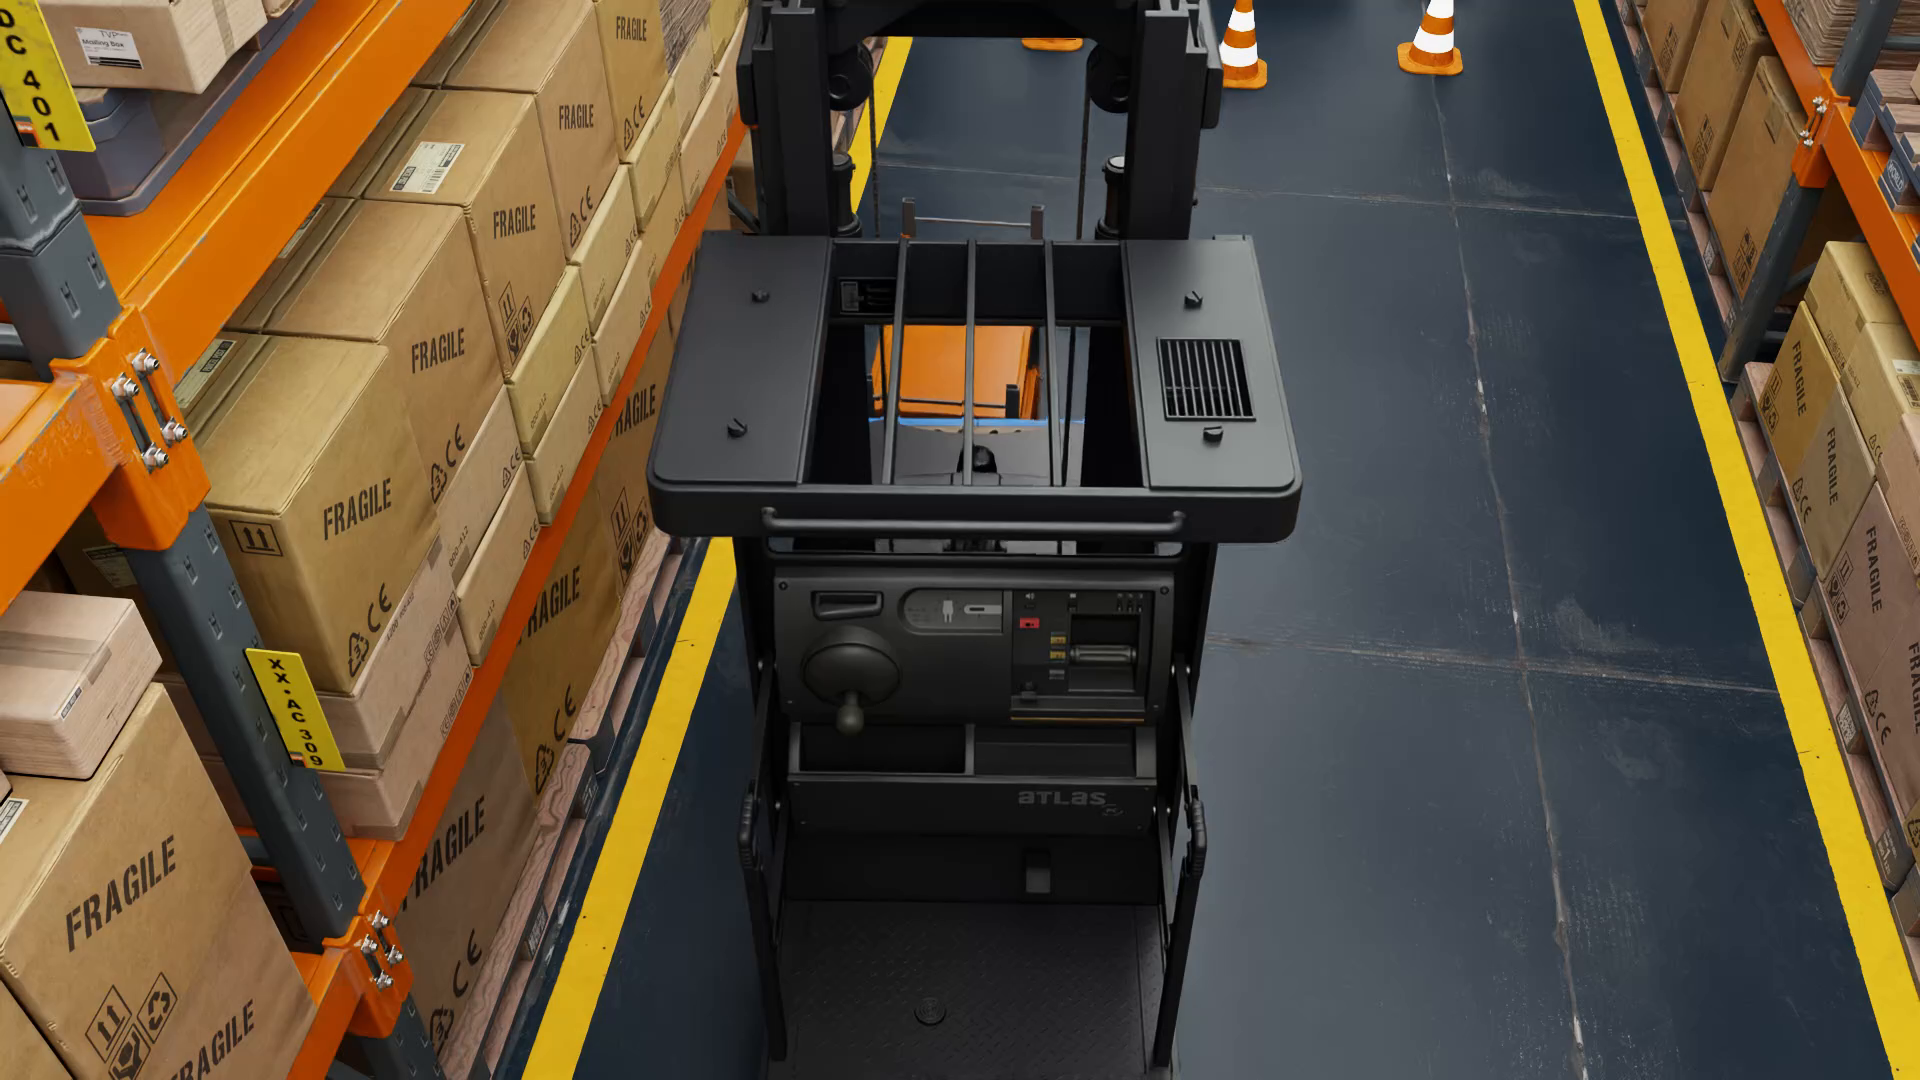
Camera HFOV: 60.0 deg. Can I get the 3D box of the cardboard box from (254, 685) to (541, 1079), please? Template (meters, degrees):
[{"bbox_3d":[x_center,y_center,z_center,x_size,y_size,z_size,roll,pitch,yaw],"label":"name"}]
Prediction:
[{"bbox_3d":[-1.763,0.798,4.465,0.875,0.875,0.875,6,44,7],"label":"cardboard box"}]

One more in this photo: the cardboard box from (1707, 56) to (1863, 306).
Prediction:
[{"bbox_3d":[3.853,-1.478,6.960,1.050,0.750,0.750,5,44,5],"label":"cardboard box"}]

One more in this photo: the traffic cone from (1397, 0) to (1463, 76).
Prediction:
[{"bbox_3d":[2.538,-2.764,8.833,0.336,0.463,0.334,5,44,6],"label":"traffic cone"}]

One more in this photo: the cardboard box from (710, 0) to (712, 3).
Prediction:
[{"bbox_3d":[-1.046,-2.140,5.529,0.500,0.500,0.500,4,44,4],"label":"cardboard box"}]

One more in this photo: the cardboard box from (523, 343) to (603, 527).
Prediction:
[{"bbox_3d":[-1.295,-0.313,4.508,0.500,0.250,0.500,5,44,5],"label":"cardboard box"}]

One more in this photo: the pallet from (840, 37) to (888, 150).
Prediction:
[{"bbox_3d":[-0.968,-2.466,8.701,1.003,0.211,1.213,5,44,6],"label":"pallet"}]

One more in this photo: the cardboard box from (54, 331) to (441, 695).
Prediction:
[{"bbox_3d":[-1.422,-0.064,3.336,0.500,0.500,0.500,6,44,6],"label":"cardboard box"}]

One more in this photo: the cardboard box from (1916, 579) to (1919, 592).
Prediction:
[{"bbox_3d":[3.140,0.232,4.791,0.500,0.250,0.500,3,44,4],"label":"cardboard box"}]

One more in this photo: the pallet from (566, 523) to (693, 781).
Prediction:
[{"bbox_3d":[-1.579,0.255,5.827,1.003,0.211,1.213,5,44,6],"label":"pallet"}]

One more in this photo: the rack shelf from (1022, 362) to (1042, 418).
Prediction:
[{"bbox_3d":[-0.009,-0.253,6.055,0.538,0.278,1.000,4,44,4],"label":"rack shelf"}]

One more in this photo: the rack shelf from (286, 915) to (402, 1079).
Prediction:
[{"bbox_3d":[-2.030,2.233,2.233,1.077,0.370,4.000,5,44,6],"label":"rack shelf"}]

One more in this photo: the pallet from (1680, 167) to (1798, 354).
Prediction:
[{"bbox_3d":[3.862,-1.254,7.420,1.003,0.211,1.213,5,44,6],"label":"pallet"}]

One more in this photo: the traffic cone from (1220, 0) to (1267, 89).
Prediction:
[{"bbox_3d":[1.469,-2.661,8.724,0.336,0.463,0.334,5,44,6],"label":"traffic cone"}]

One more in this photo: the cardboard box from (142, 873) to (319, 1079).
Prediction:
[{"bbox_3d":[-1.573,0.912,3.032,0.500,0.500,0.500,6,44,6],"label":"cardboard box"}]

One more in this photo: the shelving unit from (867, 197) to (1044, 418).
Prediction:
[{"bbox_3d":[-0.009,-0.430,5.887,0.538,1.125,1.048,4,44,4],"label":"shelving unit"}]

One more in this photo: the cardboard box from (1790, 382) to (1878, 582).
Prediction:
[{"bbox_3d":[3.274,-0.179,5.770,0.500,0.500,0.500,6,44,6],"label":"cardboard box"}]

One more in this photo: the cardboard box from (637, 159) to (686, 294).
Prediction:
[{"bbox_3d":[-1.180,-1.003,5.237,0.500,0.250,0.500,5,44,5],"label":"cardboard box"}]

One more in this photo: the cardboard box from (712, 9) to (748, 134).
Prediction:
[{"bbox_3d":[-1.046,-1.694,5.967,0.500,0.250,0.500,4,44,4],"label":"cardboard box"}]

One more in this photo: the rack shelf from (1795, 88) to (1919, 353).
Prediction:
[{"bbox_3d":[3.419,-0.112,4.709,1.077,0.370,4.000,5,44,6],"label":"rack shelf"}]

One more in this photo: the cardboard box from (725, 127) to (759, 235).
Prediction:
[{"bbox_3d":[-1.152,-1.699,7.469,0.950,0.372,0.625,3,43,3],"label":"cardboard box"}]

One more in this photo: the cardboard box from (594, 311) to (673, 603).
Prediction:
[{"bbox_3d":[-1.532,-0.427,5.759,0.875,0.875,0.875,6,44,6],"label":"cardboard box"}]

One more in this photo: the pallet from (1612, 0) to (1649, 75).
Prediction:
[{"bbox_3d":[4.185,-2.917,9.177,1.003,0.211,1.213,5,44,6],"label":"pallet"}]

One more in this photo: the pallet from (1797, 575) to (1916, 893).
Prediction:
[{"bbox_3d":[3.415,0.638,5.422,1.003,0.211,1.213,5,44,6],"label":"pallet"}]

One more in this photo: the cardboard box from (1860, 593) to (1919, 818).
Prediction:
[{"bbox_3d":[3.143,0.519,5.032,0.500,0.500,0.500,4,44,5],"label":"cardboard box"}]

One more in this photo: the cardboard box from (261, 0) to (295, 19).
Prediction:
[{"bbox_3d":[-1.361,-1.243,2.821,0.500,0.500,0.500,5,44,5],"label":"cardboard box"}]

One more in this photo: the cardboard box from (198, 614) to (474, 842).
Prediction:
[{"bbox_3d":[-1.445,0.388,3.768,0.500,0.250,0.500,4,44,5],"label":"cardboard box"}]

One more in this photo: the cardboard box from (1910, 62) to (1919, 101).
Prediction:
[{"bbox_3d":[3.424,-1.510,5.541,0.380,0.149,0.250,5,44,5],"label":"cardboard box"}]

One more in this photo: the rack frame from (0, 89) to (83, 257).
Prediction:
[{"bbox_3d":[-1.765,-1.569,1.362,1.000,3.000,0.127,5,44,6],"label":"rack frame"}]

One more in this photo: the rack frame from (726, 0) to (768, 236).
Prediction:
[{"bbox_3d":[-1.236,-2.117,6.304,1.000,3.000,0.127,5,44,6],"label":"rack frame"}]

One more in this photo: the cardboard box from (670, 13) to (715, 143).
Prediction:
[{"bbox_3d":[-1.113,-1.541,5.441,0.500,0.250,0.500,4,44,4],"label":"cardboard box"}]

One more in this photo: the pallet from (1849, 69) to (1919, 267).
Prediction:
[{"bbox_3d":[3.695,-1.171,5.444,1.213,0.211,1.003,5,44,6],"label":"pallet"}]

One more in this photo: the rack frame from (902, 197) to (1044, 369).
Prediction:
[{"bbox_3d":[0.045,-0.778,6.254,0.500,1.125,0.032,4,44,4],"label":"rack frame"}]

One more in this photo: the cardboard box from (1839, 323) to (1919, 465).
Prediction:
[{"bbox_3d":[3.285,-0.459,5.521,0.500,0.250,0.500,5,44,5],"label":"cardboard box"}]

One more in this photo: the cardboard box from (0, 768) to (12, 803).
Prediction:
[{"bbox_3d":[-1.633,0.383,2.392,0.380,0.149,0.250,6,44,7],"label":"cardboard box"}]

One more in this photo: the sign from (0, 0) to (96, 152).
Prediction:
[{"bbox_3d":[-1.215,-0.647,2.136,0.100,0.325,0.005,5,44,6],"label":"sign"}]

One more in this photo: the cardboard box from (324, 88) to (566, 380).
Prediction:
[{"bbox_3d":[-1.314,-0.755,4.065,0.500,0.500,0.500,4,44,4],"label":"cardboard box"}]

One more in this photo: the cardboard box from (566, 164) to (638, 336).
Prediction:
[{"bbox_3d":[-1.229,-0.836,4.697,0.500,0.250,0.500,4,44,4],"label":"cardboard box"}]

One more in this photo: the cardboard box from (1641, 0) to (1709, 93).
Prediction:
[{"bbox_3d":[4.088,-2.709,8.260,1.050,0.750,0.750,5,44,6],"label":"cardboard box"}]

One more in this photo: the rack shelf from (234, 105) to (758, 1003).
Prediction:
[{"bbox_3d":[-1.501,-0.493,5.112,1.077,0.370,4.000,5,44,6],"label":"rack shelf"}]

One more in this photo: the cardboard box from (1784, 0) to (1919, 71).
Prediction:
[{"bbox_3d":[3.477,-2.103,6.217,0.500,0.500,0.500,5,44,6],"label":"cardboard box"}]

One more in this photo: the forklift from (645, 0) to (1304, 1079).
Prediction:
[{"bbox_3d":[0.030,0.351,3.748,1.130,2.935,3.031,1,43,1],"label":"forklift"}]

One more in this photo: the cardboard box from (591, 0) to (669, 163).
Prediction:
[{"bbox_3d":[-1.177,-1.452,4.802,0.500,0.500,0.500,5,44,6],"label":"cardboard box"}]

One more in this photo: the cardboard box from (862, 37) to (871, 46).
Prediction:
[{"bbox_3d":[-0.956,-2.719,8.546,0.950,0.372,0.625,7,44,7],"label":"cardboard box"}]

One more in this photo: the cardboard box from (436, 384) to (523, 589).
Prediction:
[{"bbox_3d":[-1.386,-0.150,3.972,0.500,0.250,0.500,6,44,6],"label":"cardboard box"}]
